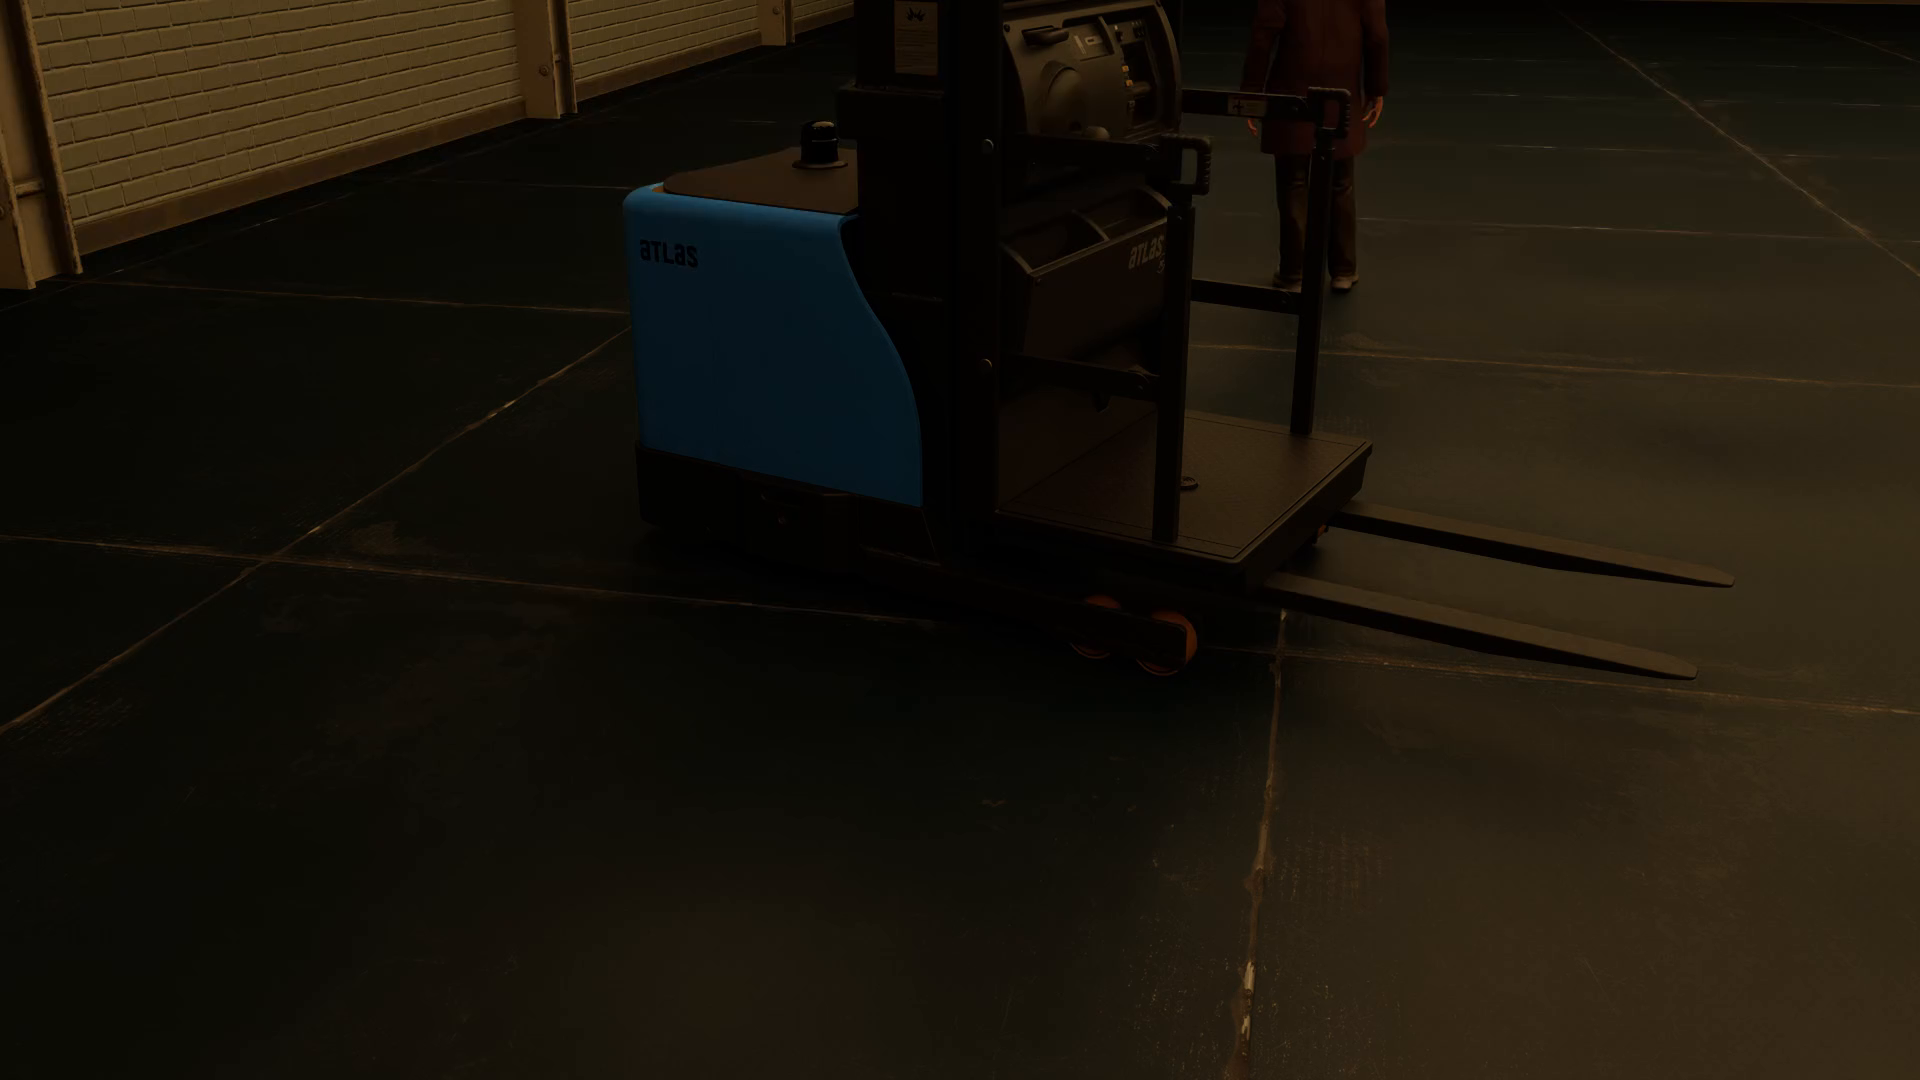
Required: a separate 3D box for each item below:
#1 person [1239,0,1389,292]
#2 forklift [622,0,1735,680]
[{"bbox_3d":[1.655,-2.066,7.843,0.695,1.776,0.582,2,22,5],"label":"person"},{"bbox_3d":[0.541,-1.236,4.297,3.031,2.935,1.130,13,25,28],"label":"forklift"}]
